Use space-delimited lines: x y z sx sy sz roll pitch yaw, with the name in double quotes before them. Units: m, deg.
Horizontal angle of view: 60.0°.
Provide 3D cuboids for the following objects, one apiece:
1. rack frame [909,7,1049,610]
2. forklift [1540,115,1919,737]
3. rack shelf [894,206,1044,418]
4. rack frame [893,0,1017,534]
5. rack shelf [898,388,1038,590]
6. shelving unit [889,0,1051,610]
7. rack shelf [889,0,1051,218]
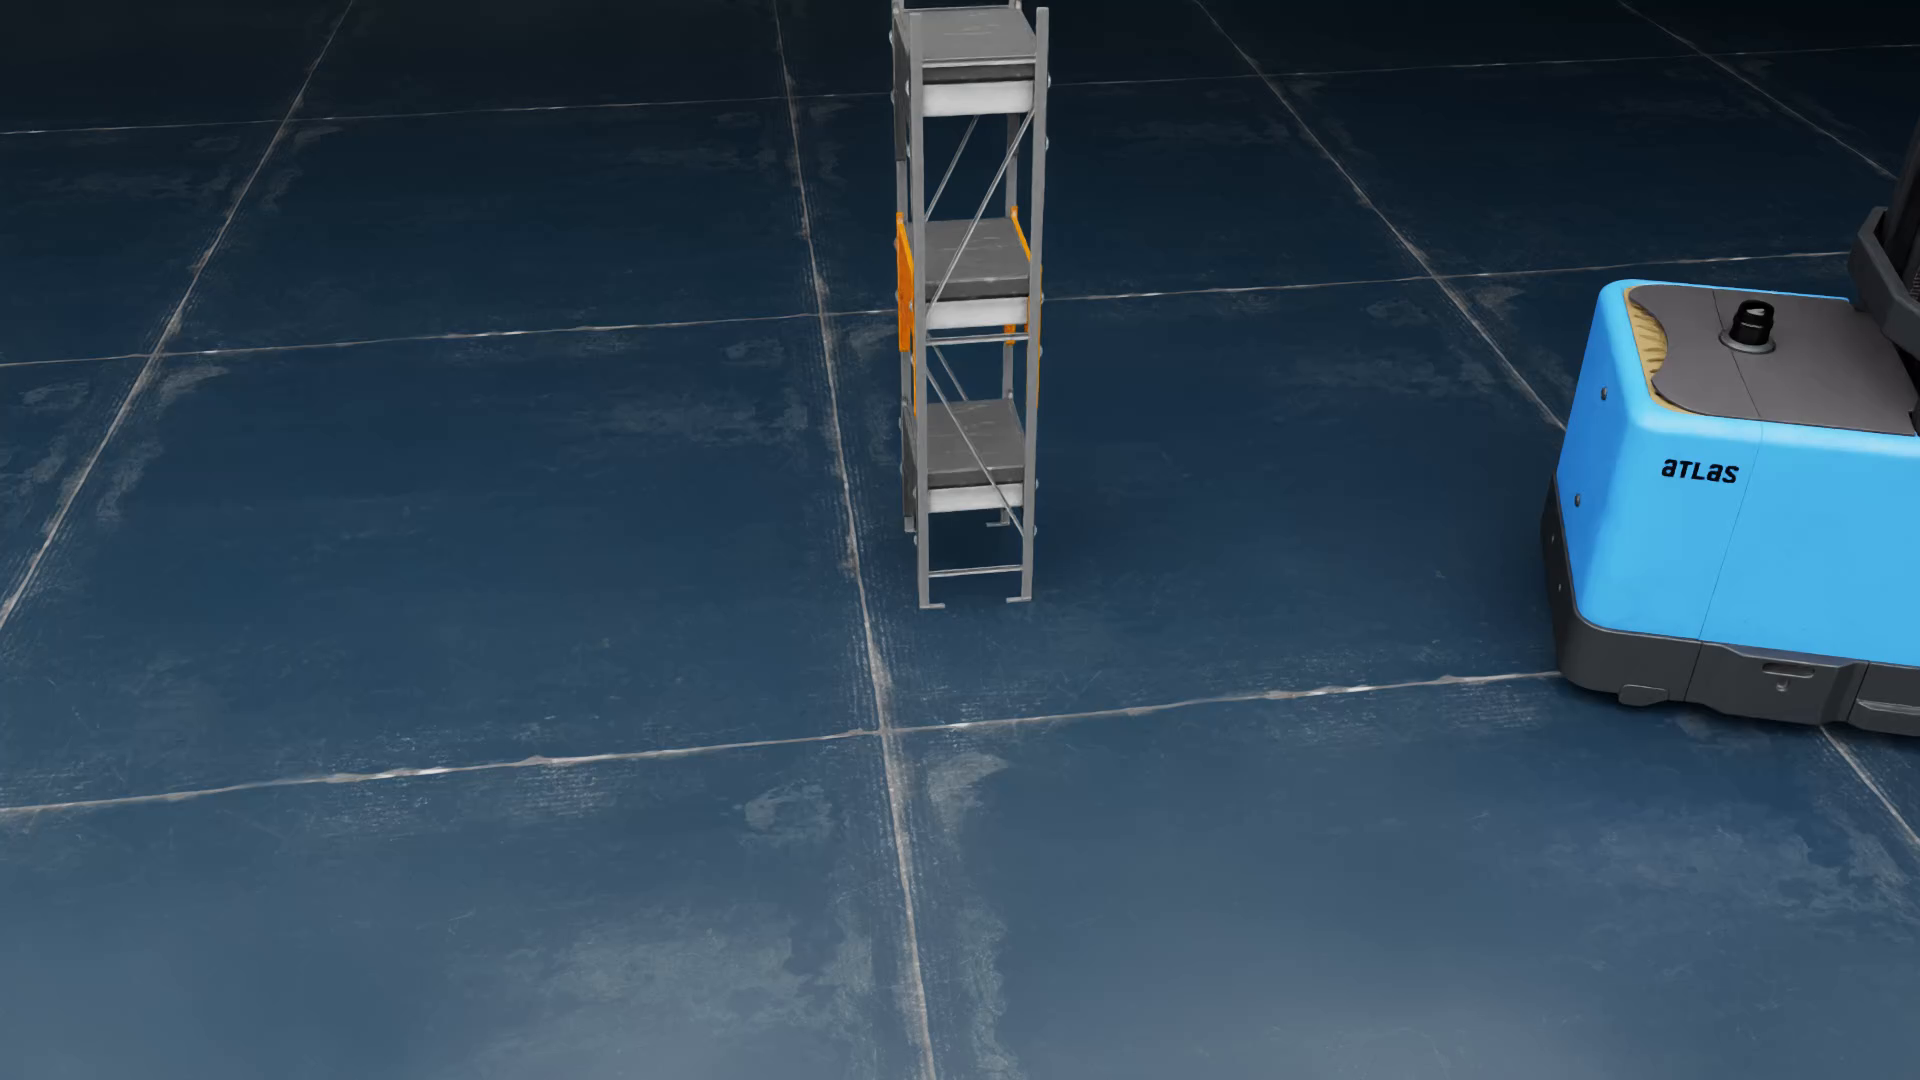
"rack frame" 0.055 -0.639 5.323 0.400 2.100 0.015 -4 35 -6
"forklift" 3.551 -0.786 4.801 3.031 2.935 1.130 7 35 10
"rack shelf" 0.022 -0.764 5.531 0.431 0.518 0.480 -4 35 -6
"rack frame" -0.011 -0.911 5.723 0.400 2.100 0.015 -4 35 -6
"rack shelf" 0.022 -0.186 5.925 0.431 0.518 0.480 -4 35 -6
"shelving unit" 0.022 -0.775 5.523 0.431 2.100 0.503 -4 35 -6
"rack shelf" 0.022 -1.342 5.137 0.431 0.518 0.480 -4 35 -6
